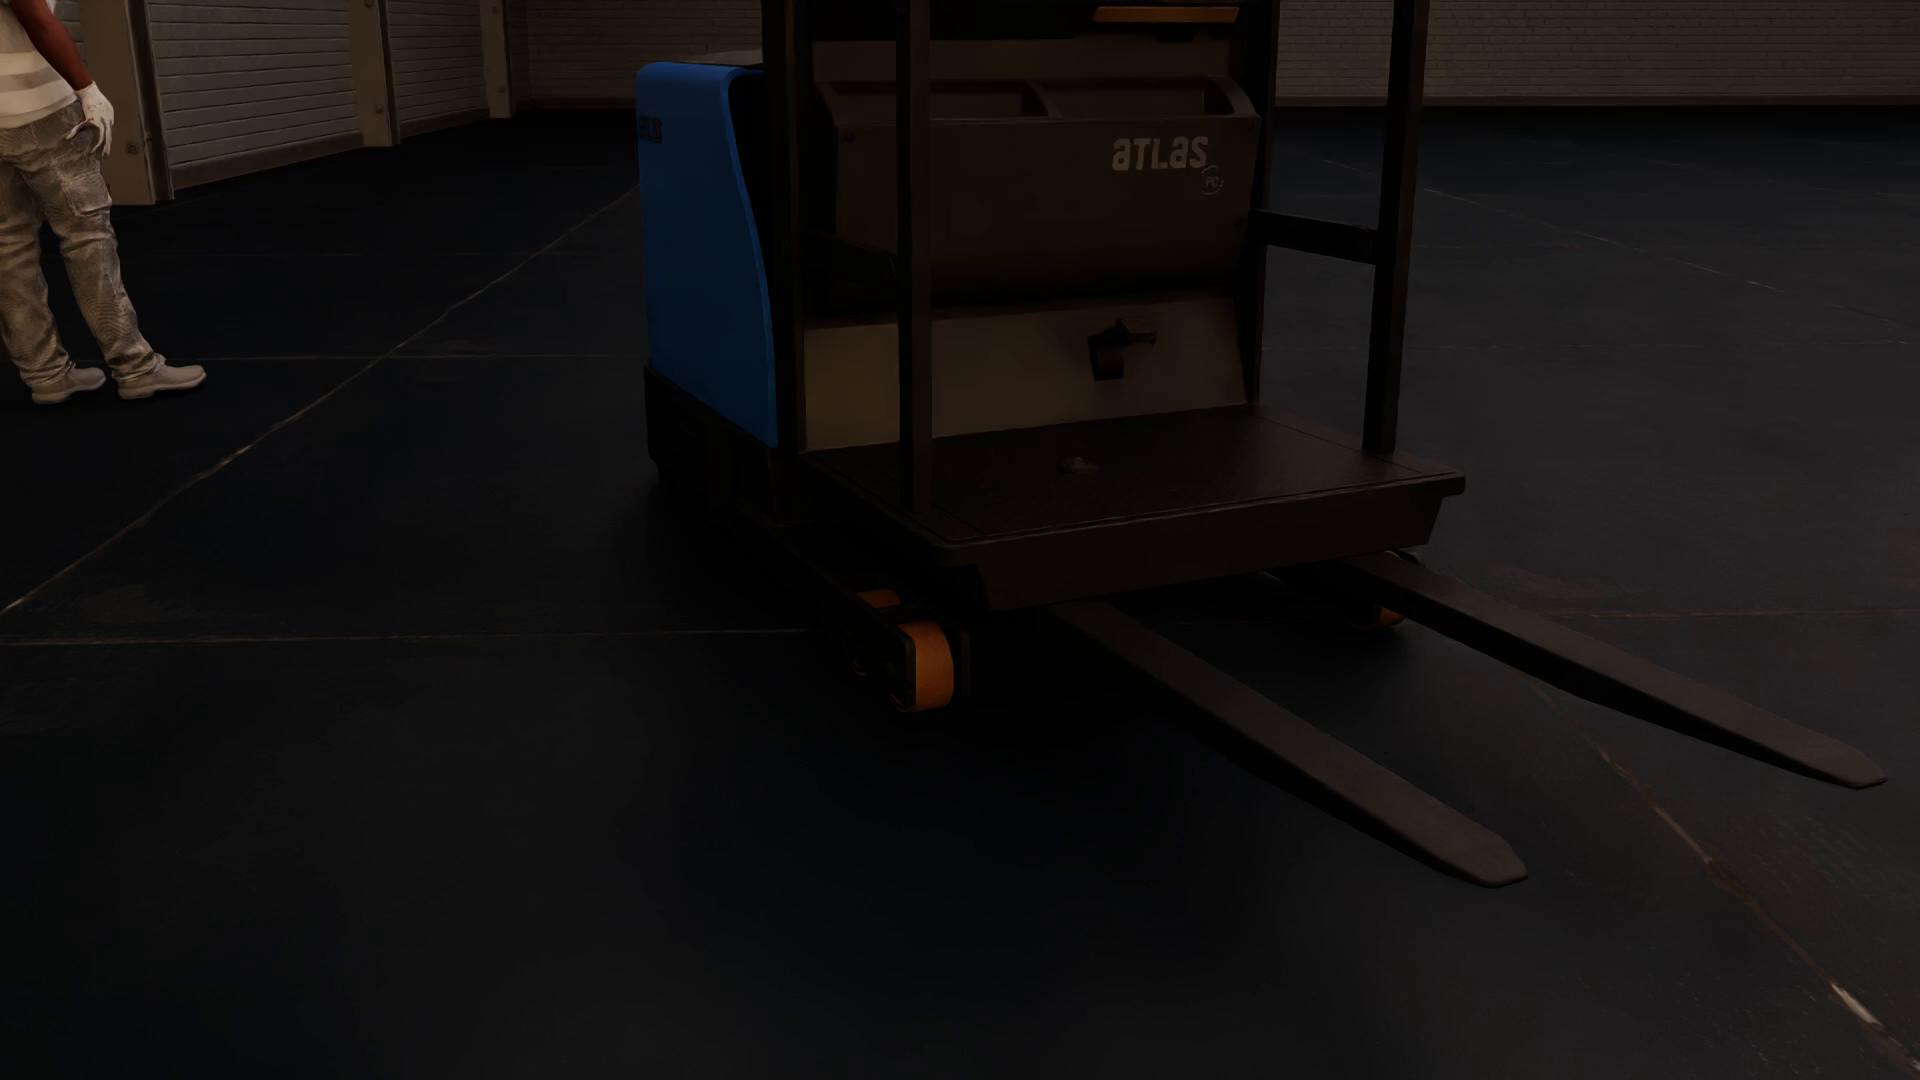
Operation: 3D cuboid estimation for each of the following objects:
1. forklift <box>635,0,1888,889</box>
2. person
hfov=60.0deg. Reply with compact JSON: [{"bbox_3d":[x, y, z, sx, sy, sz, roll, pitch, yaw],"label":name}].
[{"bbox_3d":[0.258,-1.240,2.962,1.130,2.935,3.031,-8,19,-24],"label":"forklift"},{"bbox_3d":[-2.889,-1.323,5.171,0.656,1.785,0.576,5,18,17],"label":"person"}]
